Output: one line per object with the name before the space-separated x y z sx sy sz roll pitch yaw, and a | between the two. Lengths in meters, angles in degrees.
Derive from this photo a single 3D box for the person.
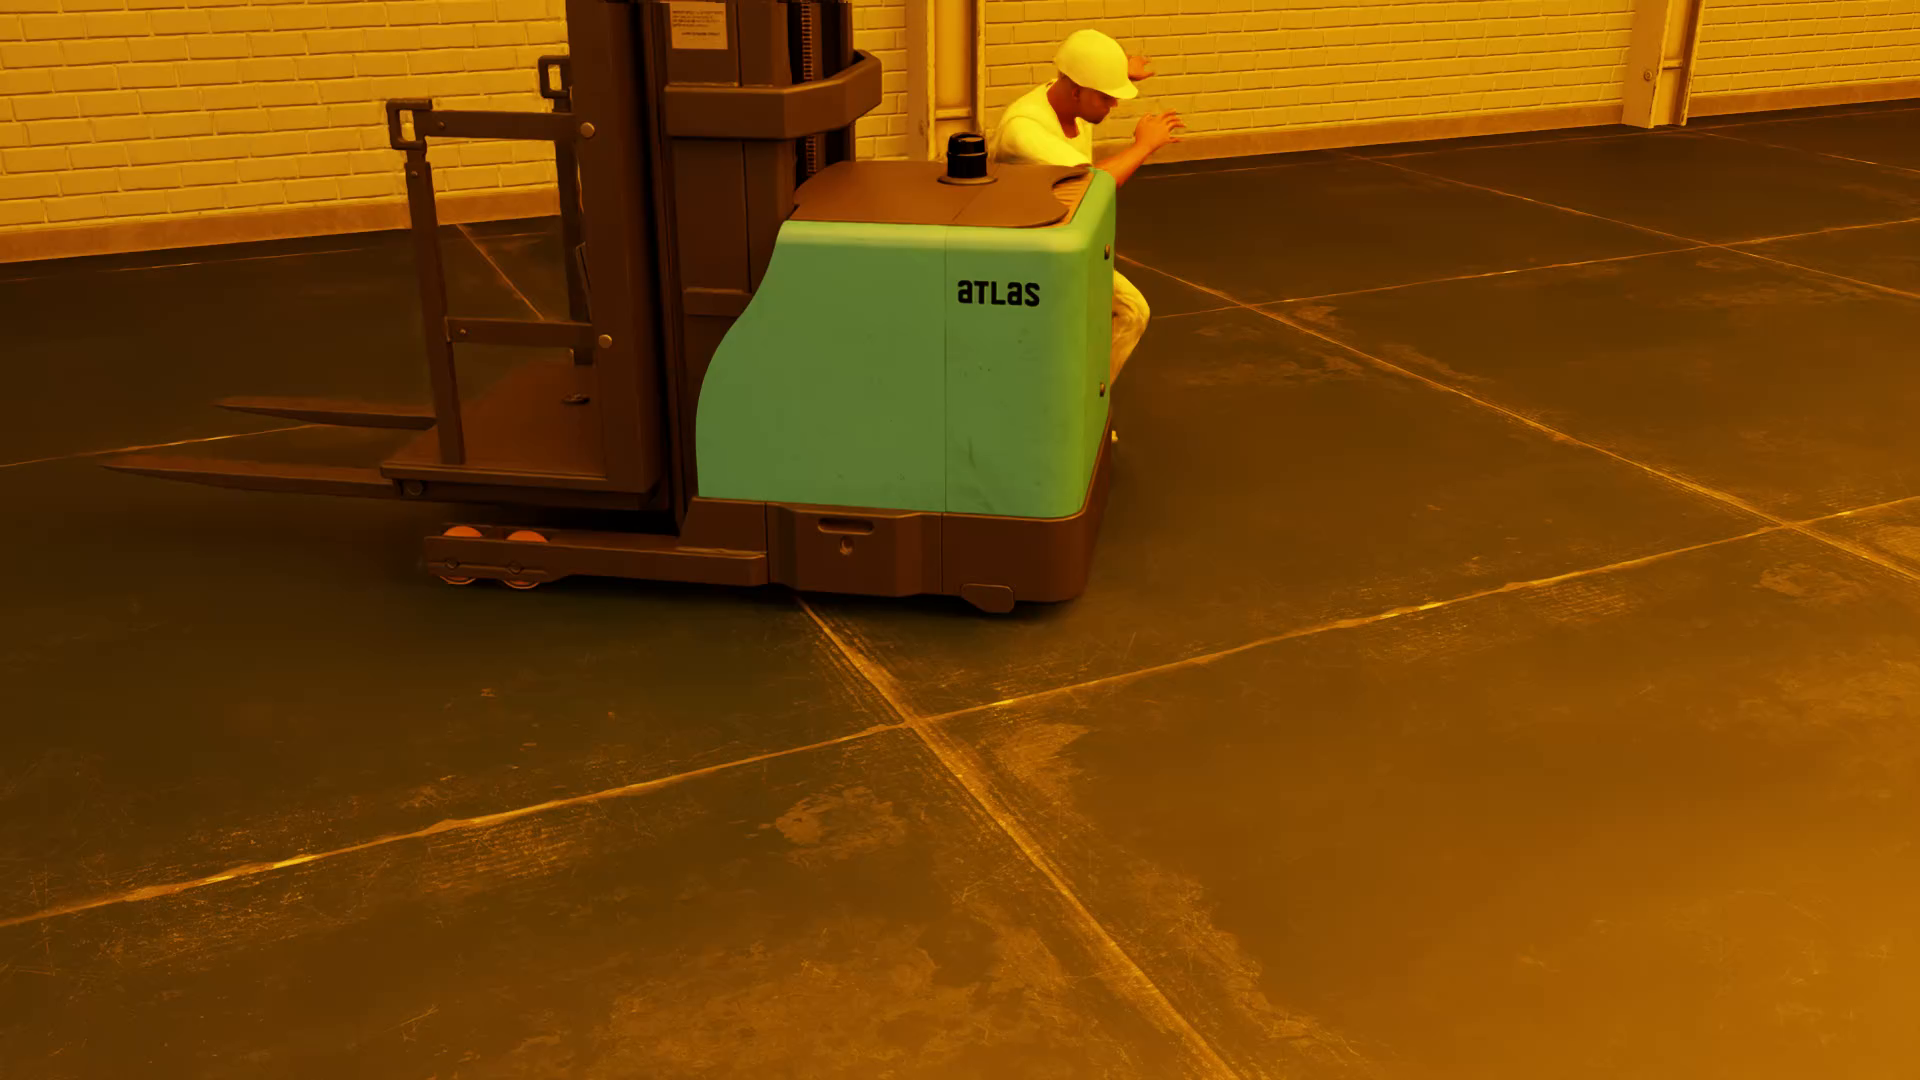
person | 0.448 -1.037 5.762 0.743 1.439 1.514 13 26 28

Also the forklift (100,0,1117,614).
forklift | -1.081 -1.406 4.672 3.031 2.935 1.130 4 23 9
